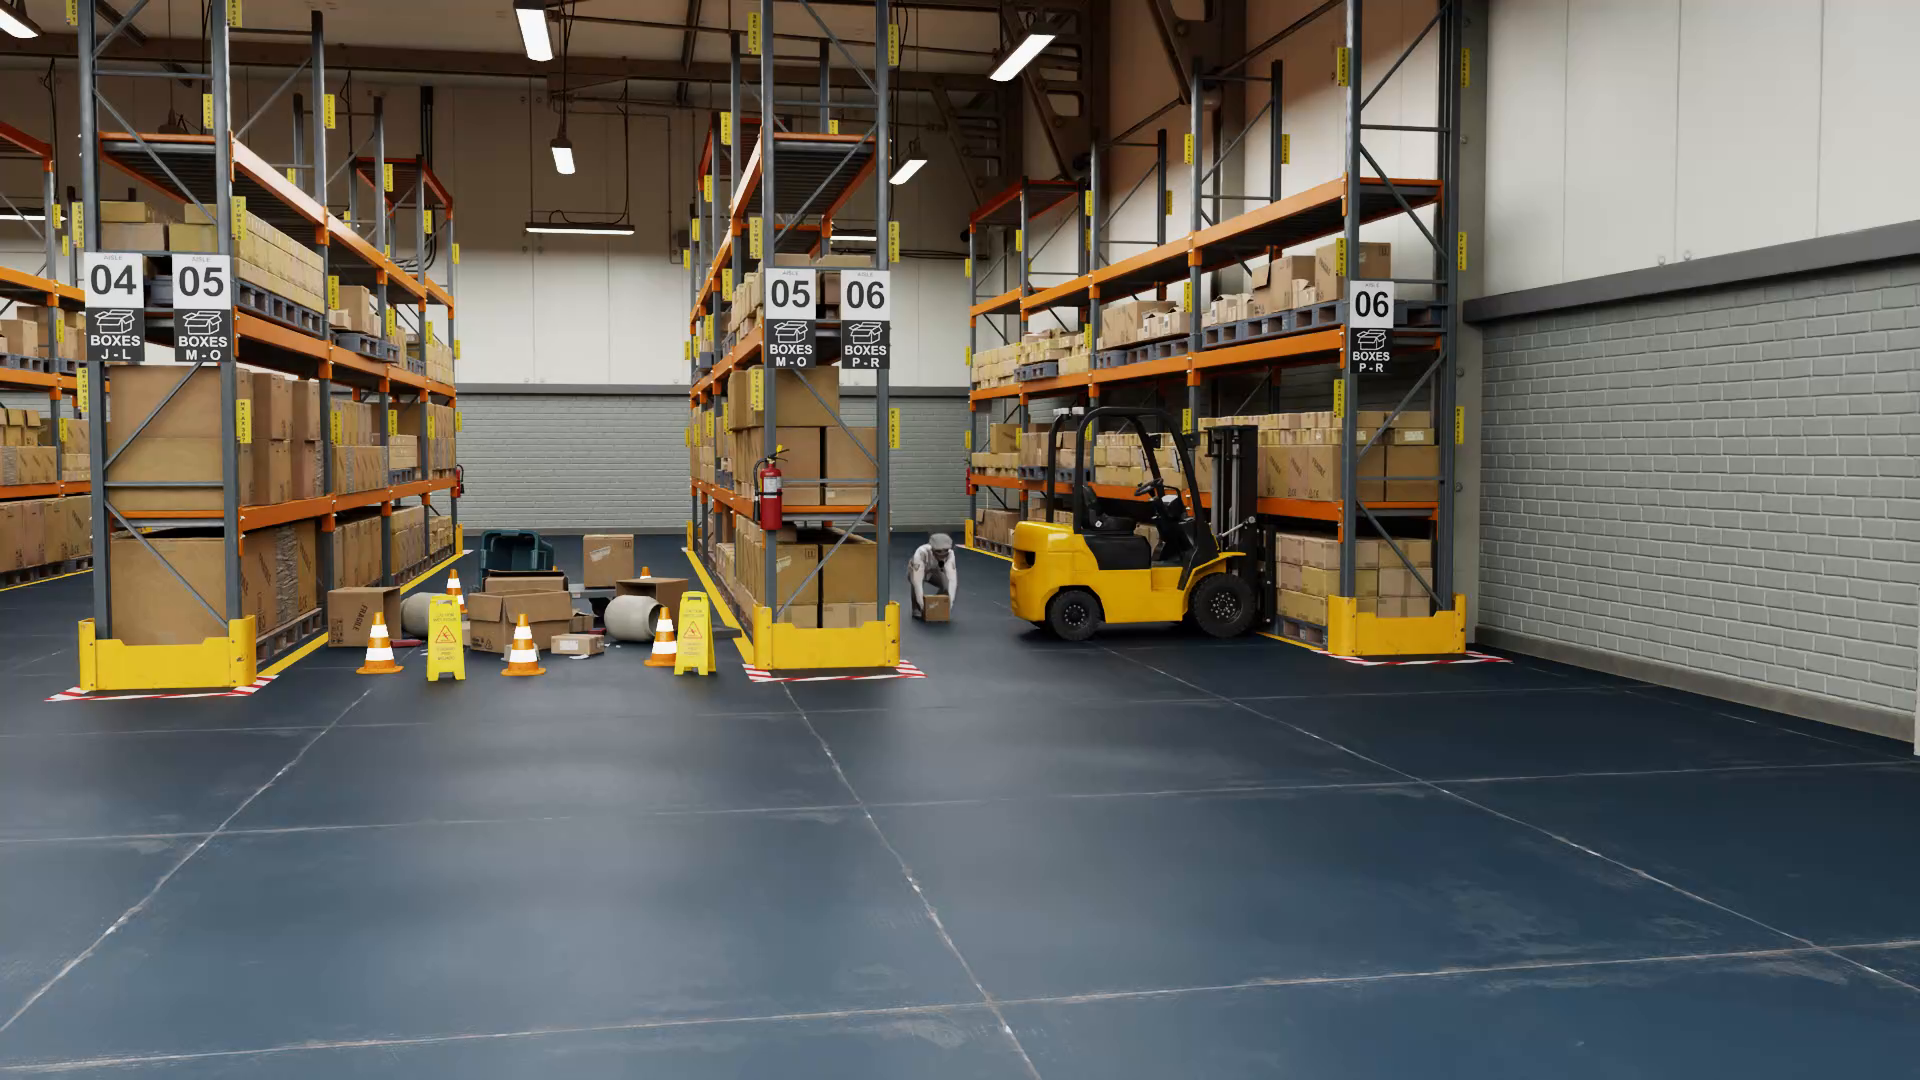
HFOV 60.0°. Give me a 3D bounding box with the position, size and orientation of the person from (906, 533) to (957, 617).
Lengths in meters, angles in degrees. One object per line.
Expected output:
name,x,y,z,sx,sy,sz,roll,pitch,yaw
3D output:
person,-0.298,0.368,17.509,0.479,0.898,0.856,-1,3,-11
